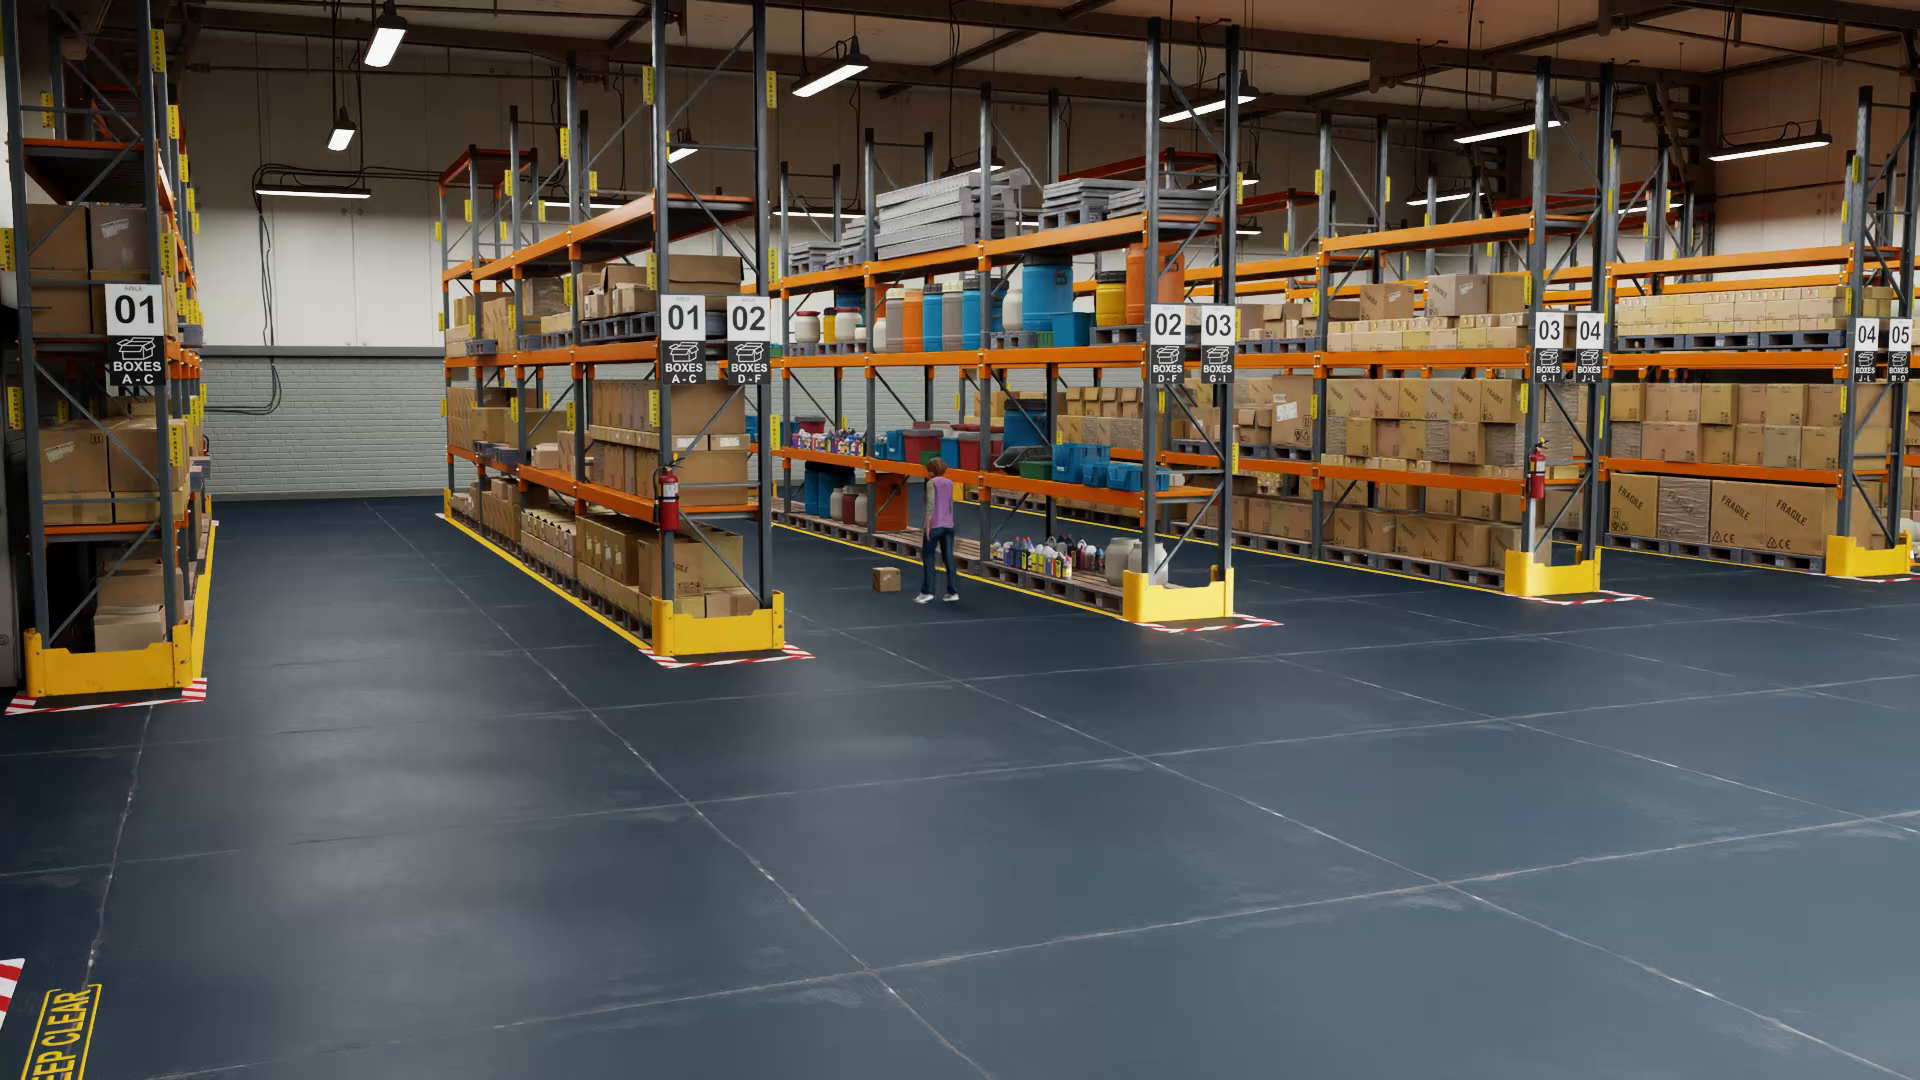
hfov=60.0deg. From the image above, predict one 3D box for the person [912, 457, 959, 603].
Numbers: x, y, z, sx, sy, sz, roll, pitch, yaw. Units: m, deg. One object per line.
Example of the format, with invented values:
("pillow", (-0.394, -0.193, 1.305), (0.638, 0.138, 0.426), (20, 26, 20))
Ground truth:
("person", (-0.208, -0.091, 18.225), (0.431, 1.625, 0.592), (-4, 7, -37))
